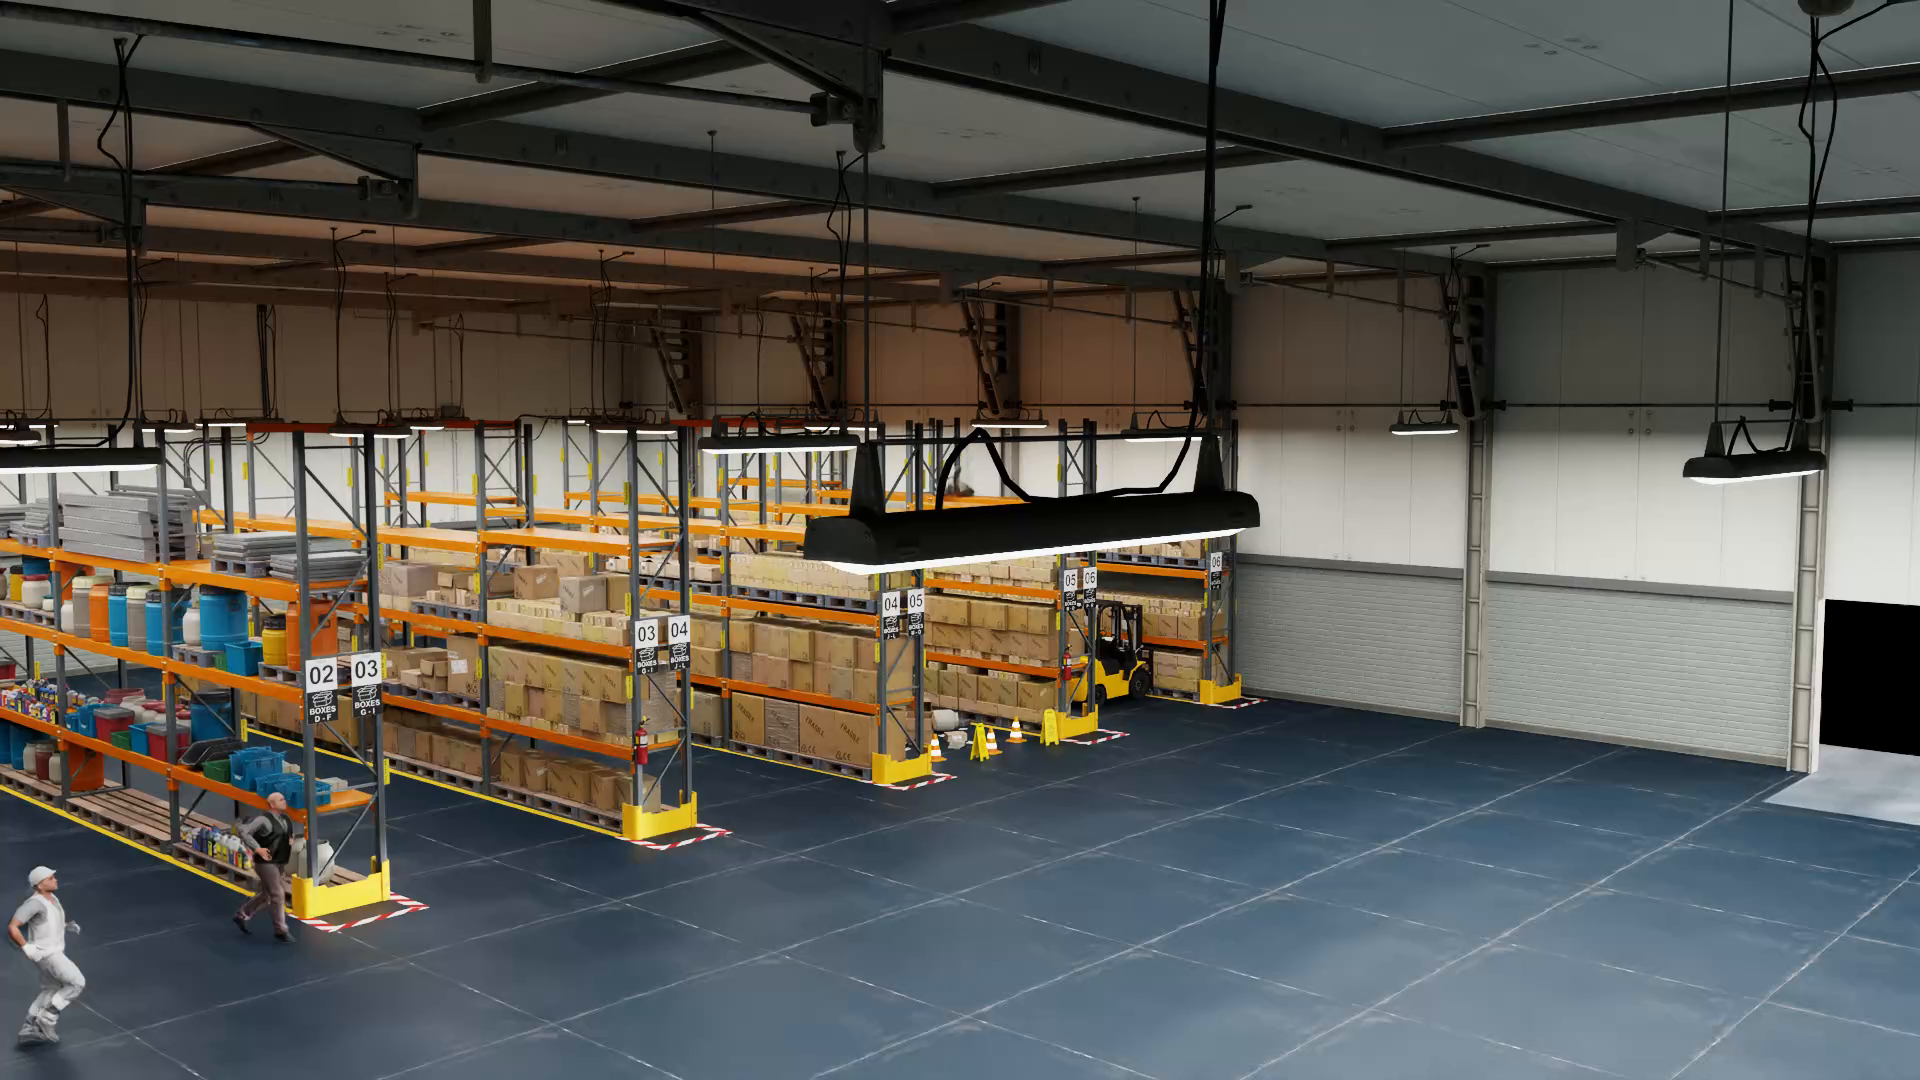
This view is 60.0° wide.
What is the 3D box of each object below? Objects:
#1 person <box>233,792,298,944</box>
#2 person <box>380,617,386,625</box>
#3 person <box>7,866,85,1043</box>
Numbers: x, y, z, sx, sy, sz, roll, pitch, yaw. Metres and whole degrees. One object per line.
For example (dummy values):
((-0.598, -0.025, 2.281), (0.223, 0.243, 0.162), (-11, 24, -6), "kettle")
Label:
((-8.199, 3.873, 19.807), (0.886, 1.739, 0.665), (1, 5, 12), "person")
((-14.005, 2.304, 39.684), (0.685, 1.625, 0.752), (-2, 5, -24), "person")
((-9.027, 4.095, 16.503), (0.628, 1.727, 0.664), (-2, 5, -20), "person")
